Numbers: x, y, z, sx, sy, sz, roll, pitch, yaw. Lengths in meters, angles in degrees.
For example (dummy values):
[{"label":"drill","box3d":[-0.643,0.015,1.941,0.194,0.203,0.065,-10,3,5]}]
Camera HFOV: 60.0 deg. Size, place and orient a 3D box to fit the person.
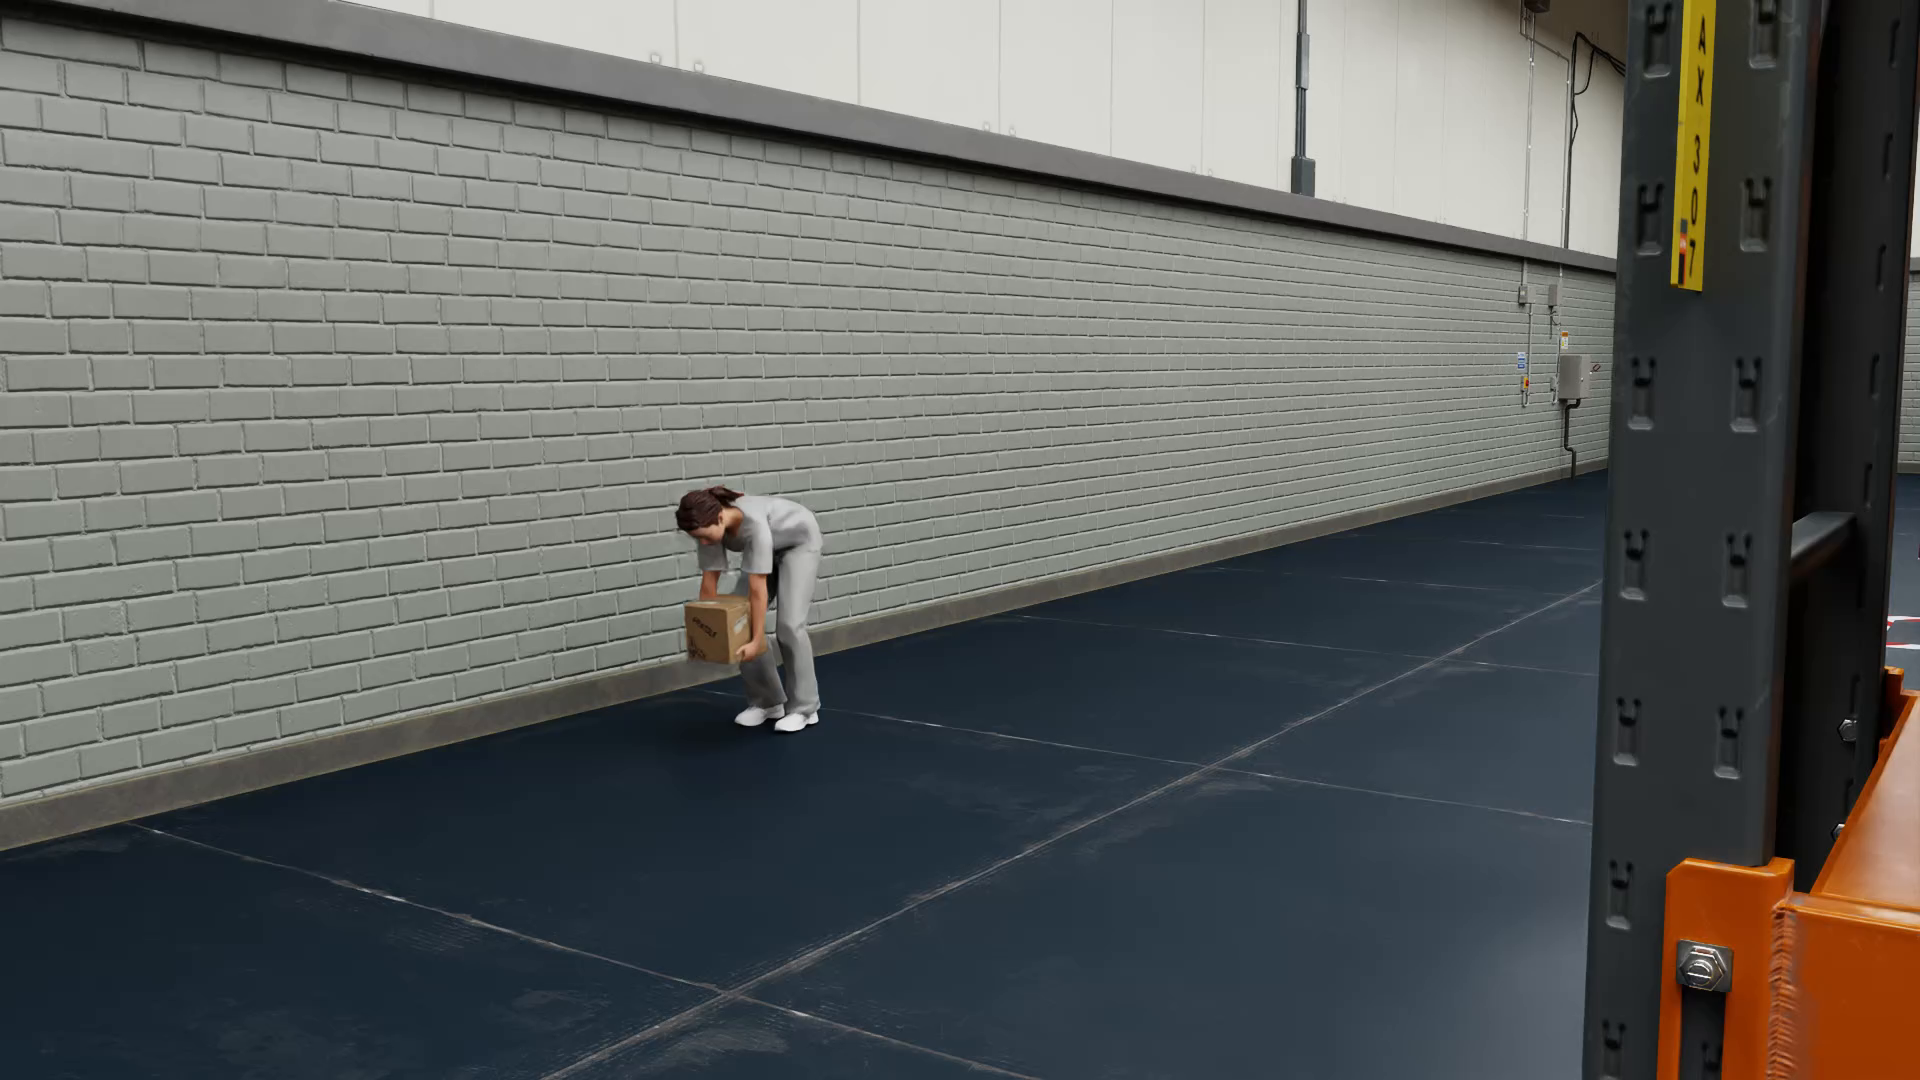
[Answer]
[{"label":"person","box3d":[-0.963,0.316,7.527,0.422,1.149,0.864,4,8,32]}]
